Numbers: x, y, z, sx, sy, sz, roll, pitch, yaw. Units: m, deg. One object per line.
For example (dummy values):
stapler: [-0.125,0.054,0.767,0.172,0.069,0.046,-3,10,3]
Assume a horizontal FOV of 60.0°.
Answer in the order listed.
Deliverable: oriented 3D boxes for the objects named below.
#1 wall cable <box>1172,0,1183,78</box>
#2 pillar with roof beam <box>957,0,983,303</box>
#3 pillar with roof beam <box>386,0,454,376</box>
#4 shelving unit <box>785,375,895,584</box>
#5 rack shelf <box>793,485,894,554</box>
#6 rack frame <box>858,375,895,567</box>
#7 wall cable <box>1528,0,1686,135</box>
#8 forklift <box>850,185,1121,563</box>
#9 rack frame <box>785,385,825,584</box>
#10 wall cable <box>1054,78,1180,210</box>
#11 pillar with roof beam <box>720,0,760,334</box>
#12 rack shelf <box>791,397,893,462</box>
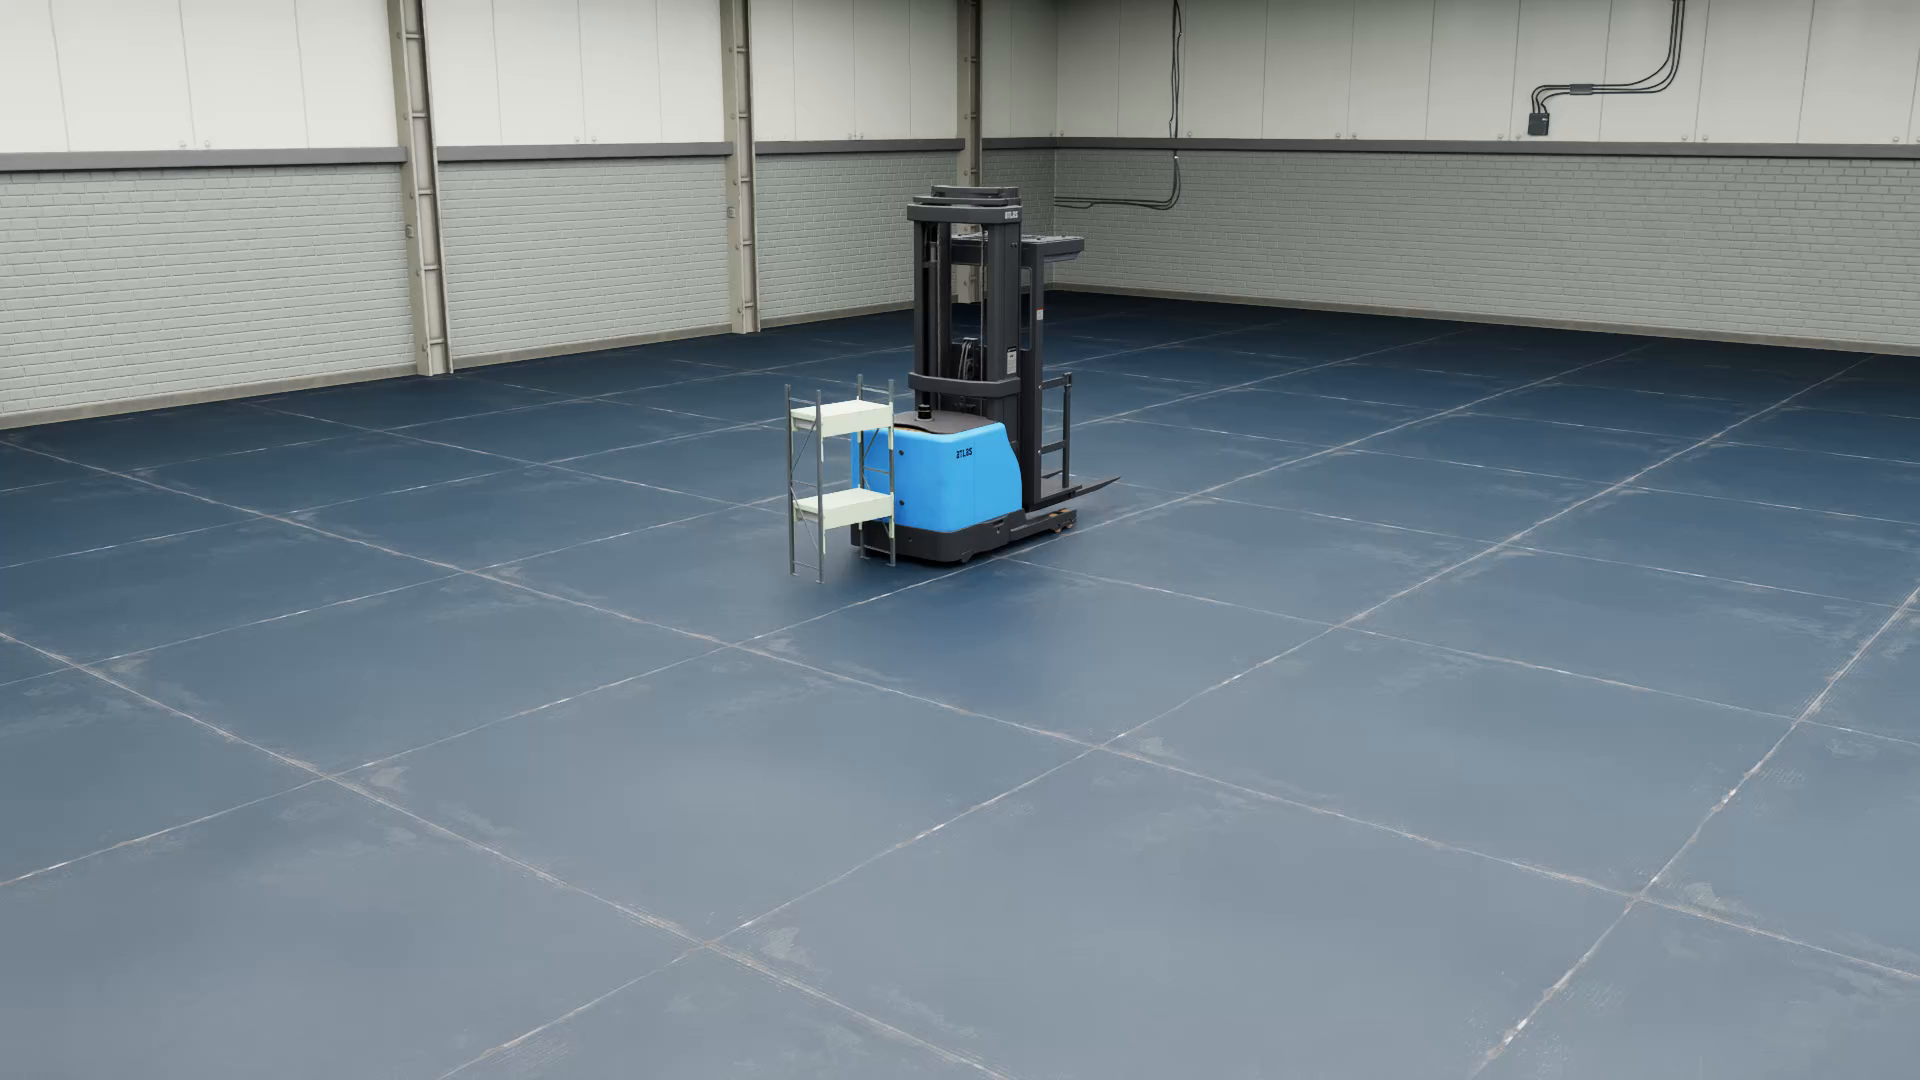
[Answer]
wall cable: [5.165,-9.880,30.788,3.097,2.526,0.112,11,18,38]
pillar with roof beam: [3.529,-8.330,28.638,9.100,9.000,0.400,11,18,38]
pillar with roof beam: [-4.013,-6.032,19.592,9.100,9.000,0.400,11,18,38]
shelving unit: [-0.926,-0.487,12.994,0.755,1.500,0.431,-13,19,-42]
rack shelf: [-0.926,-0.171,13.074,0.720,0.370,0.431,-13,19,-42]
rack frame: [-0.663,-0.550,13.240,0.023,1.500,0.400,-13,19,-42]
wall cable: [10.435,-9.532,26.462,2.305,6.003,0.169,11,18,38]
forklift: [0.363,-1.546,14.255,1.130,2.935,3.031,10,17,34]
rack frame: [-1.190,-0.424,12.747,0.023,1.500,0.400,-13,19,-42]
wall cable: [3.061,-7.851,33.058,3.097,2.526,0.112,11,18,38]
pillar with roof beam: [-0.242,-7.181,24.115,9.100,9.000,0.400,11,18,38]
rack shelf: [-0.926,-0.865,12.897,0.720,0.370,0.431,-13,19,-42]
